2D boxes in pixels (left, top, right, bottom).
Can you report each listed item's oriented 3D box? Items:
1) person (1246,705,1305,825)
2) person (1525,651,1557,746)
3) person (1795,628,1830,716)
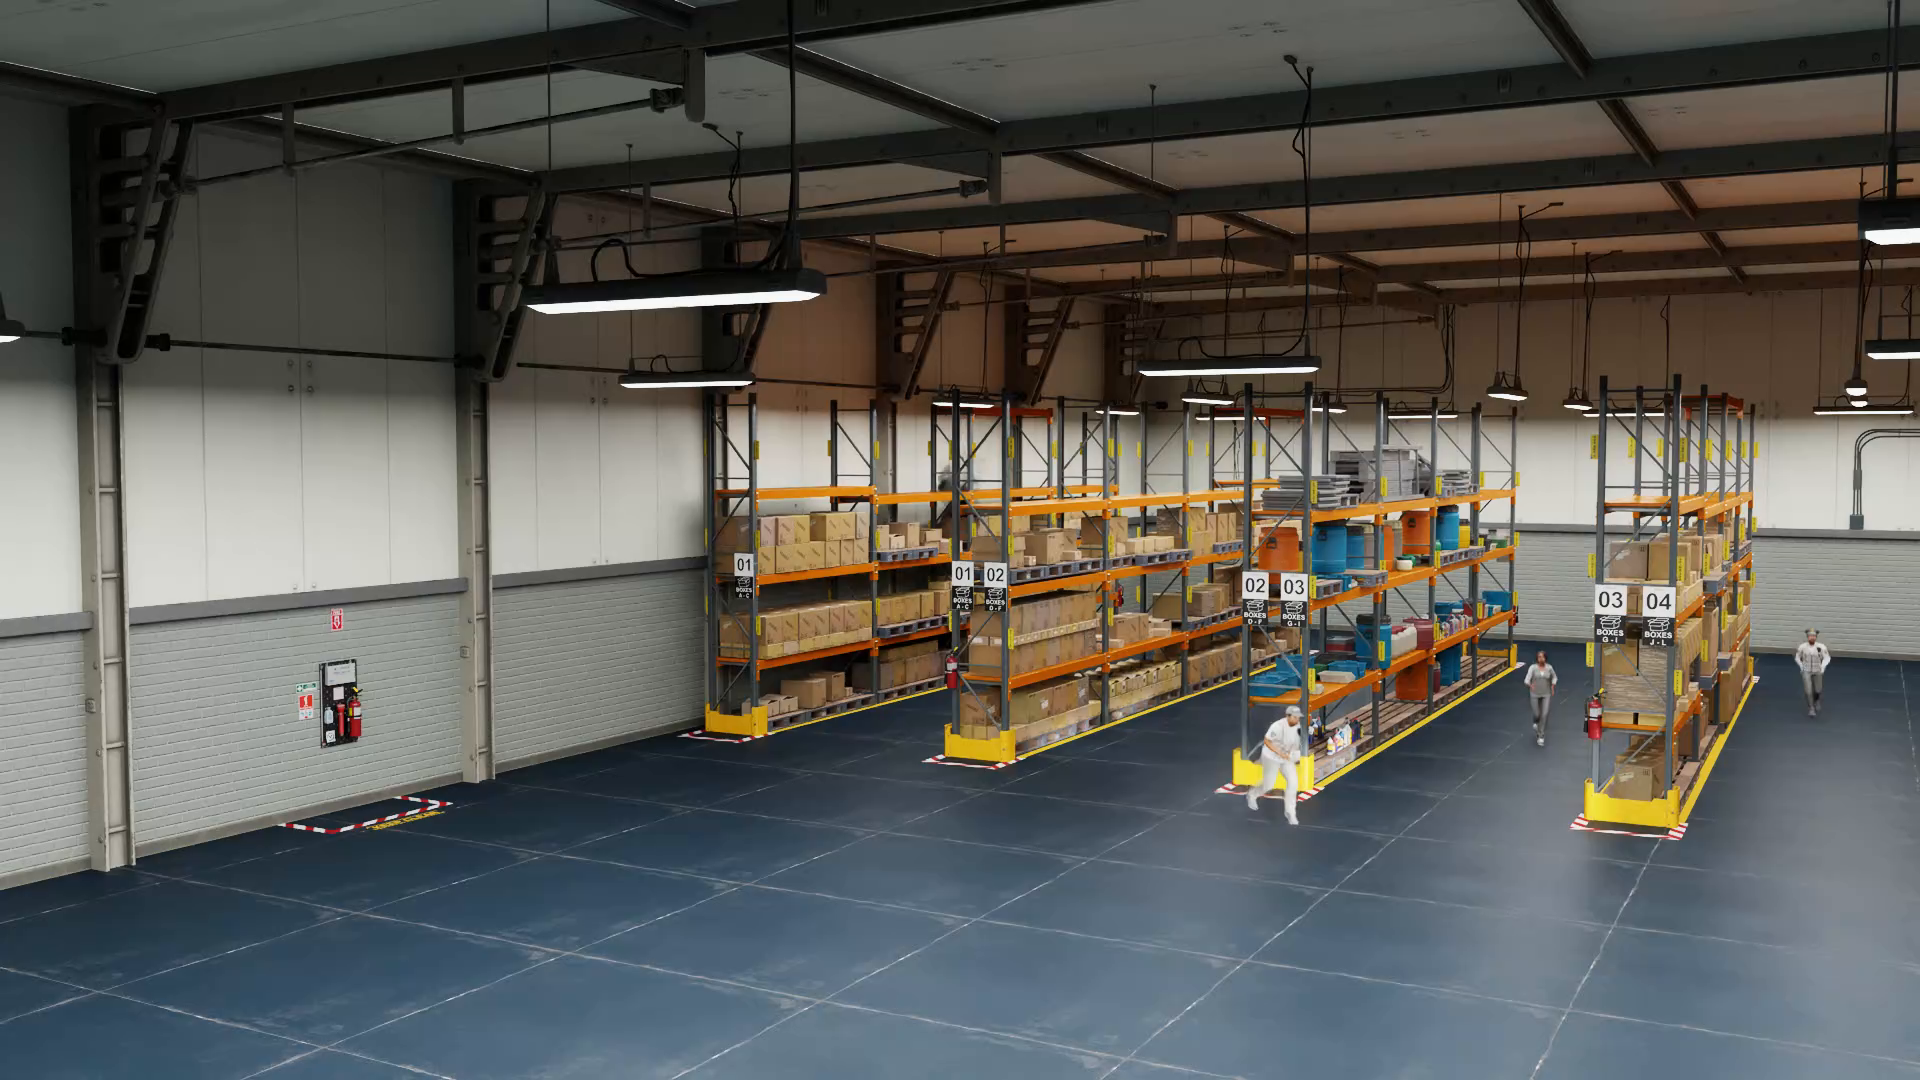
[{"bbox_3d":[4.287,3.013,22.582,0.643,1.630,1.028,-2,4,-36],"label":"person"},{"bbox_3d":[9.924,2.683,28.410,0.538,1.582,0.790,1,3,14],"label":"person"},{"bbox_3d":[16.038,2.483,31.293,0.592,1.651,0.519,2,4,29],"label":"person"}]
